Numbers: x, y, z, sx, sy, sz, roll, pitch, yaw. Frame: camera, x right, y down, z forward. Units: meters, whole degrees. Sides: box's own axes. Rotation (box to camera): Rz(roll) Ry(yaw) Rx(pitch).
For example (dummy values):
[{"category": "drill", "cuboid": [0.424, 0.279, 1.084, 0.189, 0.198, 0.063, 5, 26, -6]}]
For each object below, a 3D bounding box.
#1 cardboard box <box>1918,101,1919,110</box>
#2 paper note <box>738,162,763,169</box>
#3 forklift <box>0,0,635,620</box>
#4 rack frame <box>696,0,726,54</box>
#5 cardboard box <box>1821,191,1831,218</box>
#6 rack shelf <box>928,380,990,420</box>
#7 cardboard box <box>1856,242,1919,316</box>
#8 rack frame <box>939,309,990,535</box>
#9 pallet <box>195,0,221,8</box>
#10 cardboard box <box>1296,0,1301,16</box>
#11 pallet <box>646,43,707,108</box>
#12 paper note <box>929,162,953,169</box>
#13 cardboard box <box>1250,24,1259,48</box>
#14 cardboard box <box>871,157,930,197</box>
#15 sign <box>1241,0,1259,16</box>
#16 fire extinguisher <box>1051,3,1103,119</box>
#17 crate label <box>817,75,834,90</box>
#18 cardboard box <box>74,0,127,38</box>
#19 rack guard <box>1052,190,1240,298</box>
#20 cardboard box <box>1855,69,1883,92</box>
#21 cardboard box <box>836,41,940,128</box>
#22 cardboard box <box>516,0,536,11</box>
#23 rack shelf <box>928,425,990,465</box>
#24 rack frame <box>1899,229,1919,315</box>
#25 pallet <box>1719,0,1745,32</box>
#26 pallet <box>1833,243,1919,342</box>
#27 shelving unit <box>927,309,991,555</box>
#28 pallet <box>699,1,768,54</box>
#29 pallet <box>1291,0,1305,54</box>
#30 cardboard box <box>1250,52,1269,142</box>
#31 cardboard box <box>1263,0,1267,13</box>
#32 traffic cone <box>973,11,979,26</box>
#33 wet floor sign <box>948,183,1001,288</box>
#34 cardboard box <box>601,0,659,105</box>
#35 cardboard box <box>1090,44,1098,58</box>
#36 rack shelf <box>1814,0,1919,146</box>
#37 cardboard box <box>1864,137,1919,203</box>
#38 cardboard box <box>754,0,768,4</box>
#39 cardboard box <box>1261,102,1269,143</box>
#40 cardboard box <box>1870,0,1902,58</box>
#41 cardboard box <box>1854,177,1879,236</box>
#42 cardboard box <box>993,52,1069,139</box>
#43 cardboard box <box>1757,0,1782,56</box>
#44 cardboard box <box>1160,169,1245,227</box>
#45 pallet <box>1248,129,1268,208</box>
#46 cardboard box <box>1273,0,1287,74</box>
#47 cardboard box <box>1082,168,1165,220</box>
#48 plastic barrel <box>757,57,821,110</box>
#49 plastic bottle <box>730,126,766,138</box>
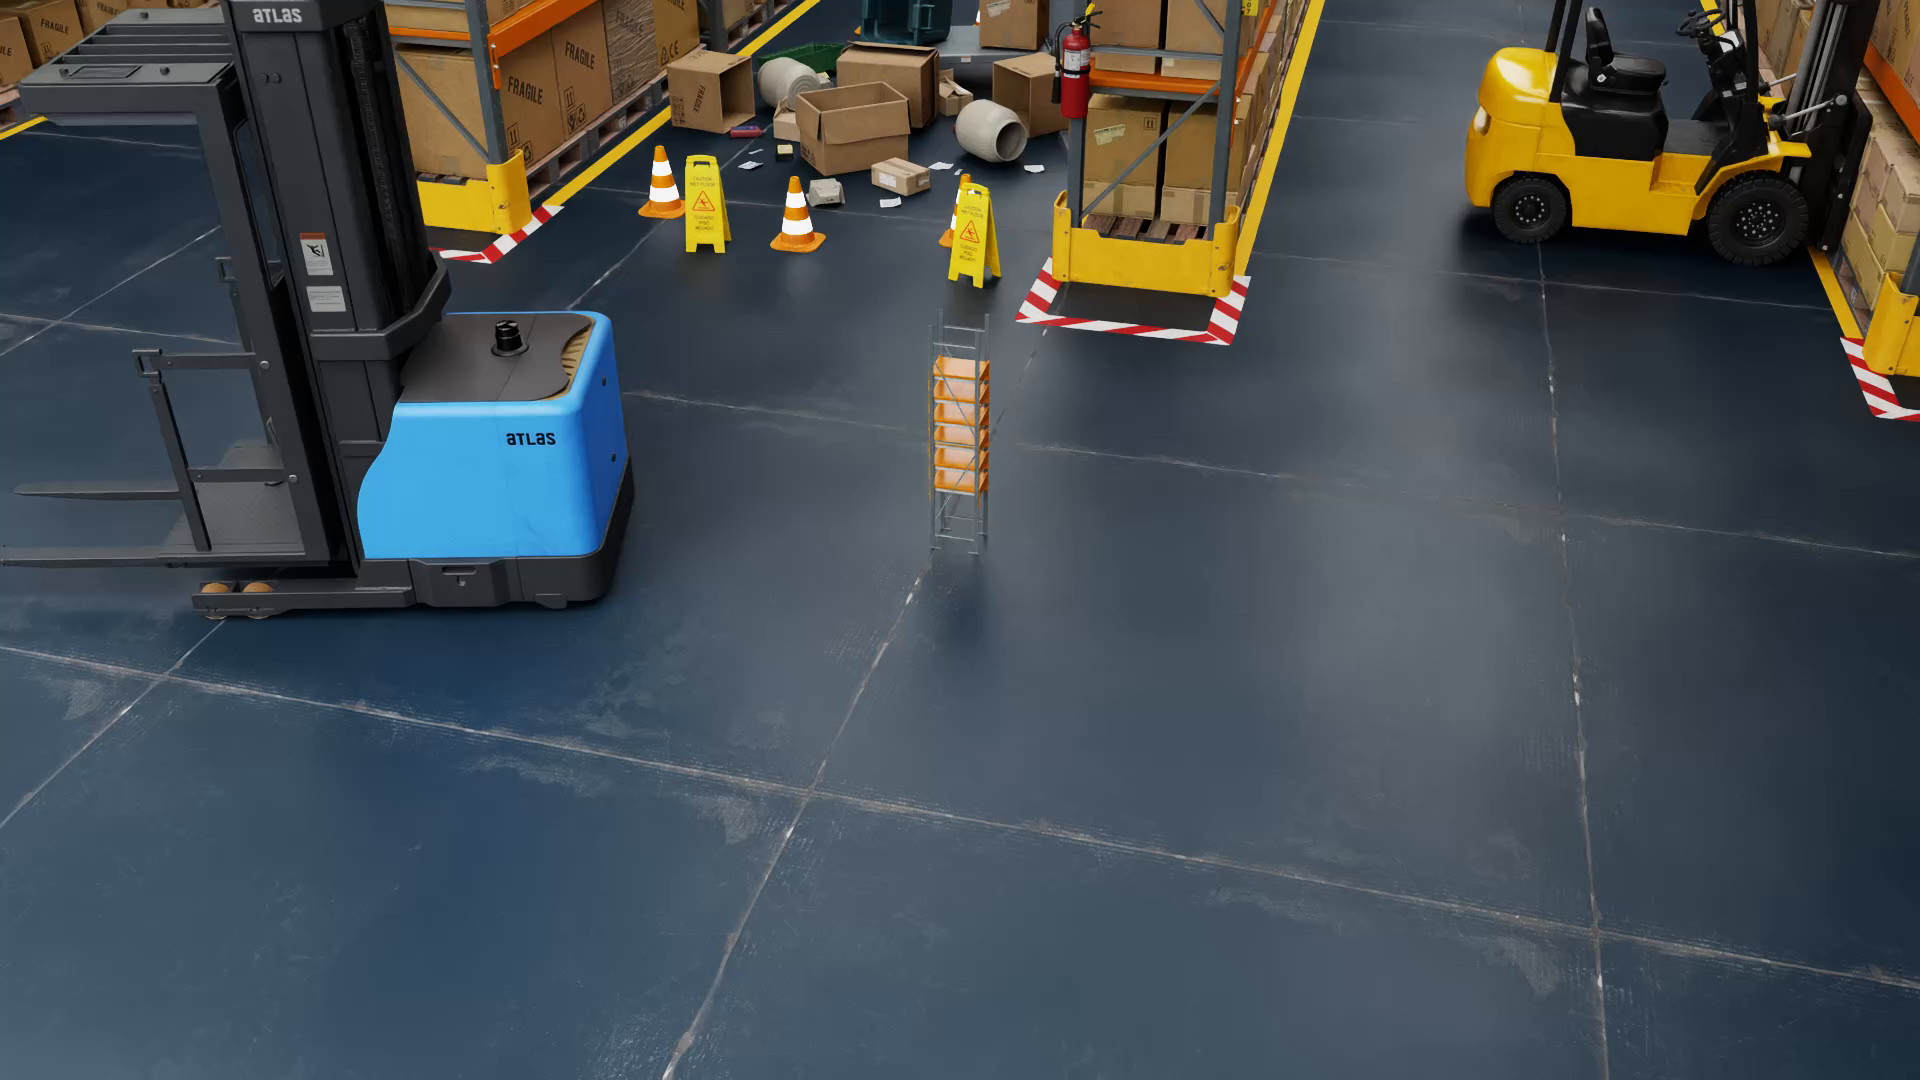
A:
[{"category": "cardboard box", "cuboid": [5.854, -2.608, 9.463, 0.500, 0.500, 0.500, 7, 33, 11]}, {"category": "paper note", "cuboid": [-1.603, -2.877, 12.749, 0.144, 0.017, 0.142, 20, 38, 29]}, {"category": "forklift", "cuboid": [-3.160, -1.158, 7.340, 3.031, 2.935, 1.130, -1, 32, -1]}, {"category": "rack frame", "cuboid": [-2.617, -5.646, 14.335, 1.000, 3.000, 0.127, 8, 33, 12]}, {"category": "cardboard box", "cuboid": [6.178, -2.366, 11.347, 0.500, 0.250, 0.500, 9, 34, 14]}, {"category": "rack shelf", "cuboid": [-0.004, -0.664, 7.811, 0.258, 0.103, 0.180, 8, 33, 12]}, {"category": "cardboard box", "cuboid": [5.797, -1.578, 10.108, 0.500, 0.250, 0.500, 8, 33, 13]}, {"category": "rack frame", "cuboid": [0.020, -0.546, 7.991, 0.240, 1.200, 0.006, 8, 33, 12]}, {"category": "pallet", "cuboid": [-7.525, -4.843, 15.672, 1.003, 0.211, 1.213, 8, 33, 12]}, {"category": "cardboard box", "cuboid": [2.681, -5.100, 15.534, 0.950, 0.372, 0.625, 9, 34, 14]}, {"category": "pallet", "cuboid": [-2.886, -4.085, 14.479, 1.003, 0.211, 1.213, 8, 33, 12]}, {"category": "paper note", "cuboid": [-0.144, -2.873, 12.751, 0.148, 0.019, 0.142, 20, 38, 29]}, {"category": "cardboard box", "cuboid": [1.773, -3.376, 10.998, 0.380, 0.149, 0.250, 9, 33, 13]}, {"category": "cardboard box", "cuboid": [-0.440, -2.700, 12.359, 0.380, 0.149, 0.250, 28, 42, 36]}, {"category": "sign", "cuboid": [1.706, -3.240, 9.744, 0.100, 0.325, 0.005, 8, 33, 12]}, {"category": "fire extinguisher", "cuboid": [0.707, -2.919, 10.118, 0.296, 0.674, 0.183, 8, 33, 12]}, {"category": "crate label", "cuboid": [-1.237, -3.872, 14.214, 0.298, 0.136, 0.250, -14, 35, -21]}, {"category": "cardboard box", "cuboid": [-7.749, -4.662, 14.727, 0.500, 0.500, 0.500, 5, 33, 8]}, {"category": "rack guard", "cuboid": [1.201, -1.933, 10.825, 1.175, 0.500, 0.348, 8, 33, 12]}, {"category": "cardboard box", "cuboid": [6.318, -3.057, 11.502, 0.500, 0.250, 0.500, 9, 34, 14]}, {"category": "cardboard box", "cuboid": [-0.592, -3.695, 13.466, 0.797, 0.637, 0.503, 8, 33, 12]}, {"category": "cardboard box", "cuboid": [-3.464, -4.120, 11.796, 0.875, 0.550, 0.550, 8, 33, 12]}, {"category": "rack shelf", "cuboid": [-0.004, -0.461, 7.940, 0.258, 0.103, 0.180, 8, 33, 12]}, {"category": "rack frame", "cuboid": [5.983, -2.275, 9.032, 1.000, 3.000, 0.127, 8, 33, 12]}, {"category": "pallet", "cuboid": [7.767, -4.827, 15.647, 1.003, 0.211, 1.213, 8, 33, 12]}, {"category": "pallet", "cuboid": [6.137, -1.500, 10.413, 1.003, 0.211, 1.213, 8, 33, 12]}, {"category": "shelving unit", "cuboid": [-0.004, -0.499, 7.916, 0.258, 1.200, 0.189, 8, 33, 12]}, {"category": "pallet", "cuboid": [-2.494, -4.880, 15.729, 1.003, 0.211, 1.213, 8, 33, 12]}, {"category": "pallet", "cuboid": [2.700, -4.887, 15.740, 1.003, 0.211, 1.213, 8, 33, 12]}, {"category": "cardboard box", "cuboid": [1.923, -3.206, 11.970, 0.500, 0.500, 0.500, 9, 33, 13]}, {"category": "cardboard box", "cuboid": [1.826, -3.858, 11.152, 0.500, 0.500, 0.500, 7, 33, 11]}, {"category": "traffic cone", "cuboid": [0.263, -5.074, 15.801, 0.336, 0.463, 0.334, 8, 33, 12]}, {"category": "wet floor sign", "cuboid": [0.098, -2.002, 10.798, 0.267, 0.644, 0.232, 20, 38, 29]}, {"category": "cardboard box", "cuboid": [-3.070, -4.141, 13.557, 0.875, 0.875, 0.875, 8, 33, 13]}, {"category": "cardboard box", "cuboid": [1.026, -3.212, 10.741, 0.380, 0.149, 0.250, 8, 33, 12]}, {"category": "rack shelf", "cuboid": [6.491, -3.009, 10.858, 1.077, 0.370, 4.000, 8, 33, 12]}, {"category": "cardboard box", "cuboid": [5.923, -2.261, 10.249, 0.500, 0.250, 0.500, 9, 33, 13]}, {"category": "cardboard box", "cuboid": [-2.298, -5.708, 16.138, 1.050, 0.750, 0.750, 8, 33, 12]}, {"category": "cardboard box", "cuboid": [2.047, -3.157, 12.591, 0.500, 0.250, 0.500, 9, 33, 13]}, {"category": "cardboard box", "cuboid": [6.242, -3.404, 10.716, 0.500, 0.500, 0.500, 8, 33, 13]}, {"category": "cardboard box", "cuboid": [5.942, -2.056, 10.394, 0.500, 0.250, 0.500, 8, 33, 12]}, {"category": "cardboard box", "cuboid": [0.608, -3.600, 13.444, 0.500, 0.500, 0.500, -21, 38, -29]}, {"category": "cardboard box", "cuboid": [7.513, -4.590, 14.496, 0.875, 0.625, 0.625, 7, 33, 10]}, {"category": "cardboard box", "cuboid": [1.654, -2.346, 11.316, 0.500, 0.250, 0.500, 8, 33, 12]}, {"category": "pallet", "cuboid": [1.753, -2.859, 12.550, 1.003, 0.211, 1.213, 8, 33, 12]}, {"category": "cardboard box", "cuboid": [2.306, -4.014, 13.240, 0.500, 0.500, 0.500, 8, 33, 12]}, {"category": "cardboard box", "cuboid": [1.132, -2.434, 11.454, 0.500, 0.250, 0.500, 8, 33, 12]}, {"category": "plastic barrel", "cuboid": [-1.421, -3.761, 13.771, 0.421, 0.421, 0.512, -21, 38, -29]}, {"category": "plastic bottle", "cuboid": [-1.698, -3.277, 13.349, 0.283, 0.061, 0.133, -3, 33, -4]}]
